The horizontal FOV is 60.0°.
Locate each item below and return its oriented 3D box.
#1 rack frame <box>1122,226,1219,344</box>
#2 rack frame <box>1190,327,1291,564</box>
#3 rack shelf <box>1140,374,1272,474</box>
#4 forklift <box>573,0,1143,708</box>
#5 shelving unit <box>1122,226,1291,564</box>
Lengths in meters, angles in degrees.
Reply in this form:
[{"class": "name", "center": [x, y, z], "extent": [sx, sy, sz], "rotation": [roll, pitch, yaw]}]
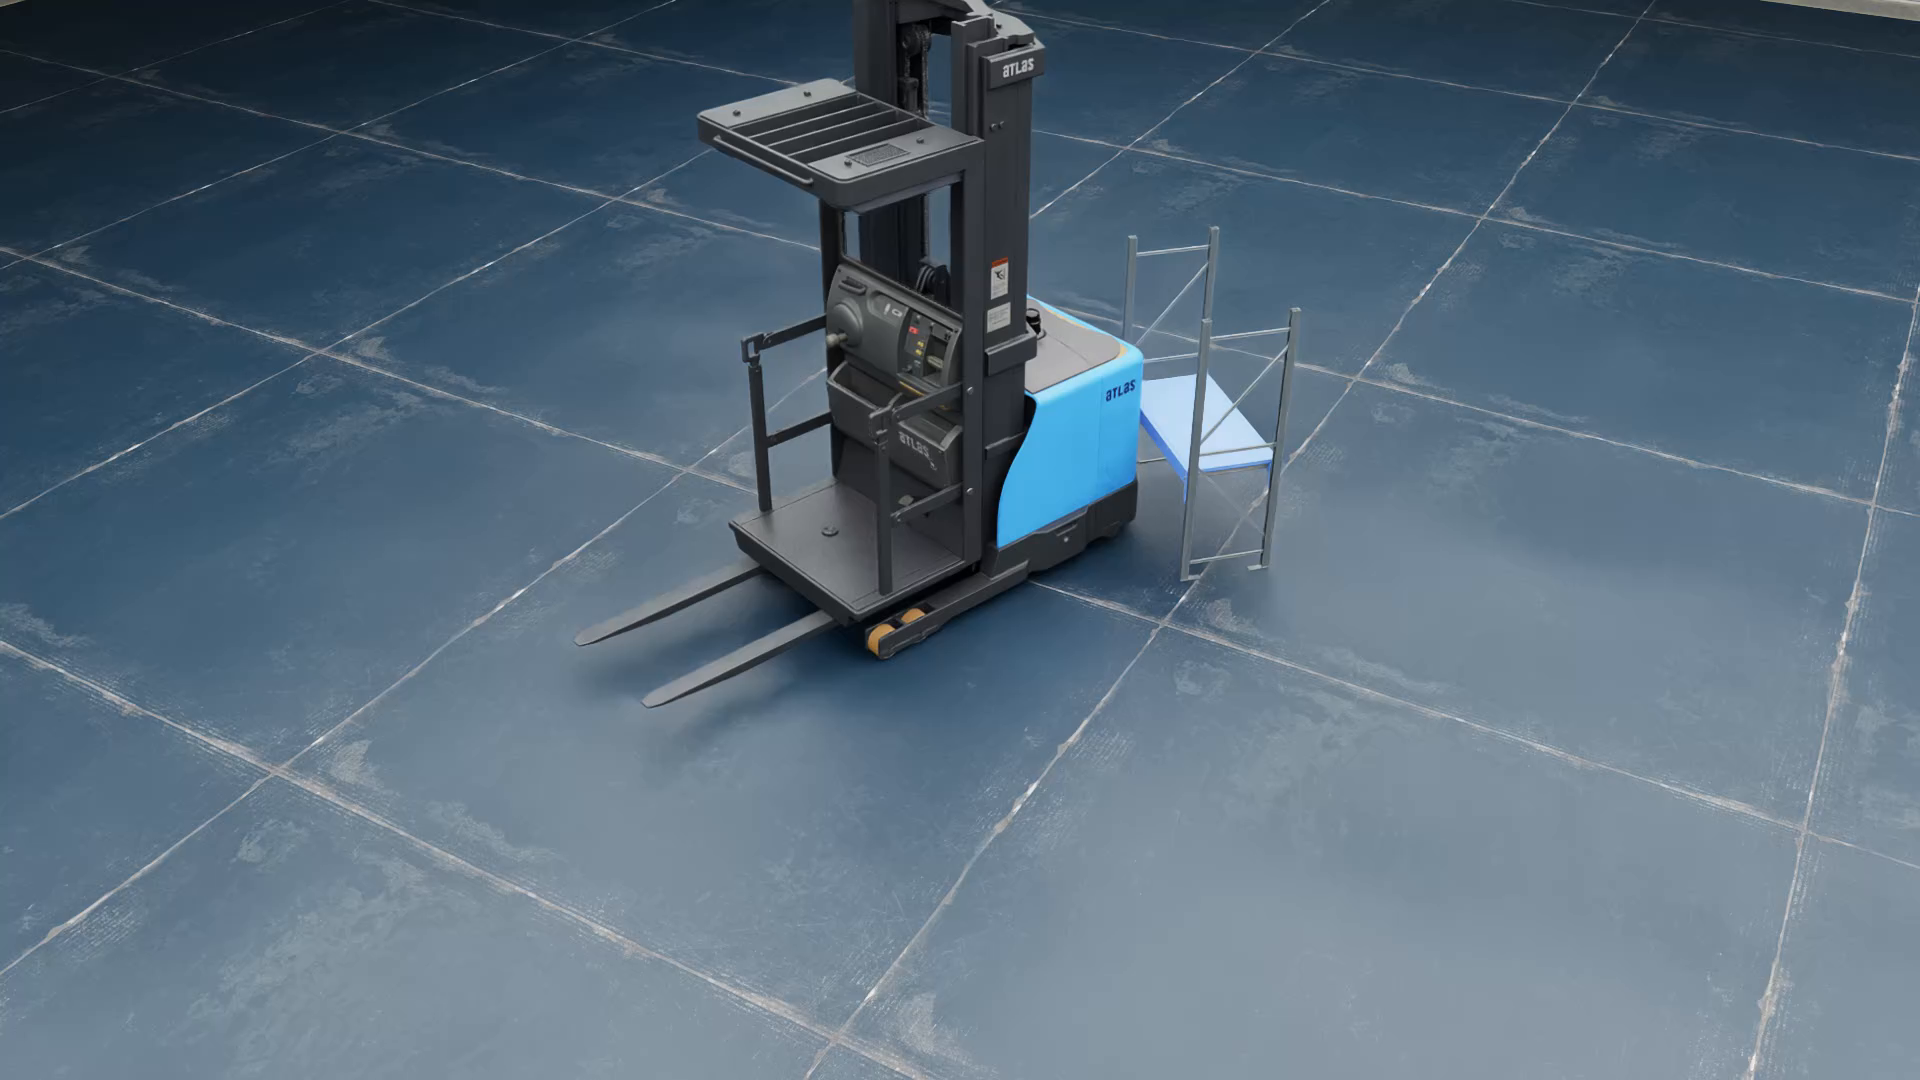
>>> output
[{"class": "rack frame", "center": [1.126, -0.994, 9.160], "extent": [0.500, 1.500, 0.032], "rotation": [-8, 35, -12]}, {"class": "rack frame", "center": [1.388, -0.449, 8.342], "extent": [0.475, 1.308, 0.013], "rotation": [-8, 35, -12]}, {"class": "rack shelf", "center": [1.258, -0.627, 8.814], "extent": [0.459, 0.026, 0.952], "rotation": [-8, 35, -12]}, {"class": "forklift", "center": [-0.482, -0.969, 7.831], "extent": [3.031, 2.935, 1.130], "rotation": [-26, 41, -33]}, {"class": "shelving unit", "center": [1.256, -0.724, 8.755], "extent": [0.500, 1.500, 1.039], "rotation": [-8, 35, -12]}]
